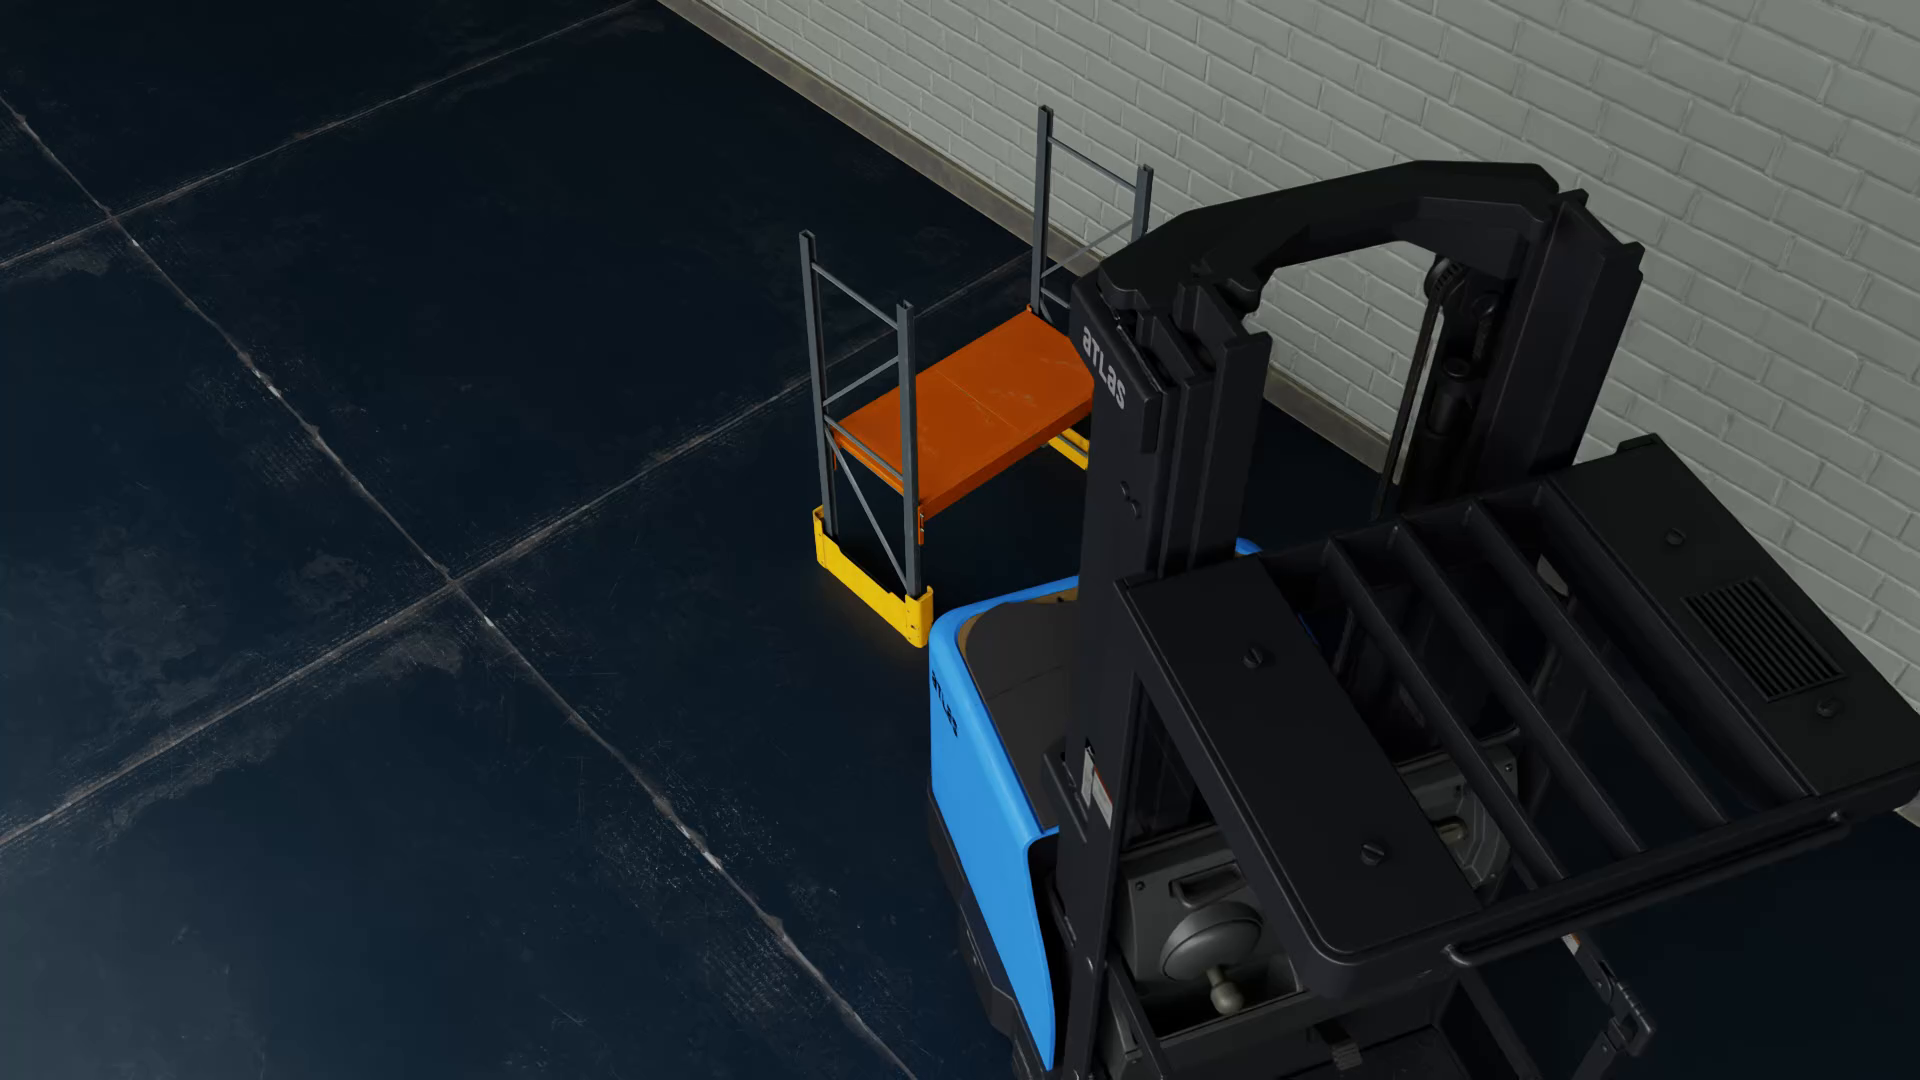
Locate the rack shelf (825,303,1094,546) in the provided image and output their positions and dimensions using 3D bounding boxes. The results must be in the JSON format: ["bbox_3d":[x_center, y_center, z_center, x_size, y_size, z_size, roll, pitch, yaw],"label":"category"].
[{"bbox_3d":[0.063,-0.429,5.870,1.000,0.185,0.538,-34,56,-27],"label":"rack shelf"}]

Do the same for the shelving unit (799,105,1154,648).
[{"bbox_3d":[0.056,-0.546,5.734,1.083,1.500,0.587,-34,56,-27],"label":"shelving unit"}]

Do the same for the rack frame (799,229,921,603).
[{"bbox_3d":[-0.313,-0.299,5.506,0.032,1.500,0.500,-34,56,-27],"label":"rack frame"}]

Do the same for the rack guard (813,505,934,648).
[{"bbox_3d":[-0.312,0.124,5.966,0.087,0.250,0.587,-34,56,-27],"label":"rack guard"}]

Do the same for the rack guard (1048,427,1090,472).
[{"bbox_3d":[0.425,-0.369,6.420,0.087,0.250,0.587,-34,56,-27],"label":"rack guard"}]

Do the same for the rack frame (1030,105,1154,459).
[{"bbox_3d":[0.439,-0.802,5.970,0.032,1.500,0.500,-34,56,-27],"label":"rack frame"}]

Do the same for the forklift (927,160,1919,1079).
[{"bbox_3d":[0.869,0.844,3.477,1.130,2.935,3.031,-15,49,-13],"label":"forklift"}]
